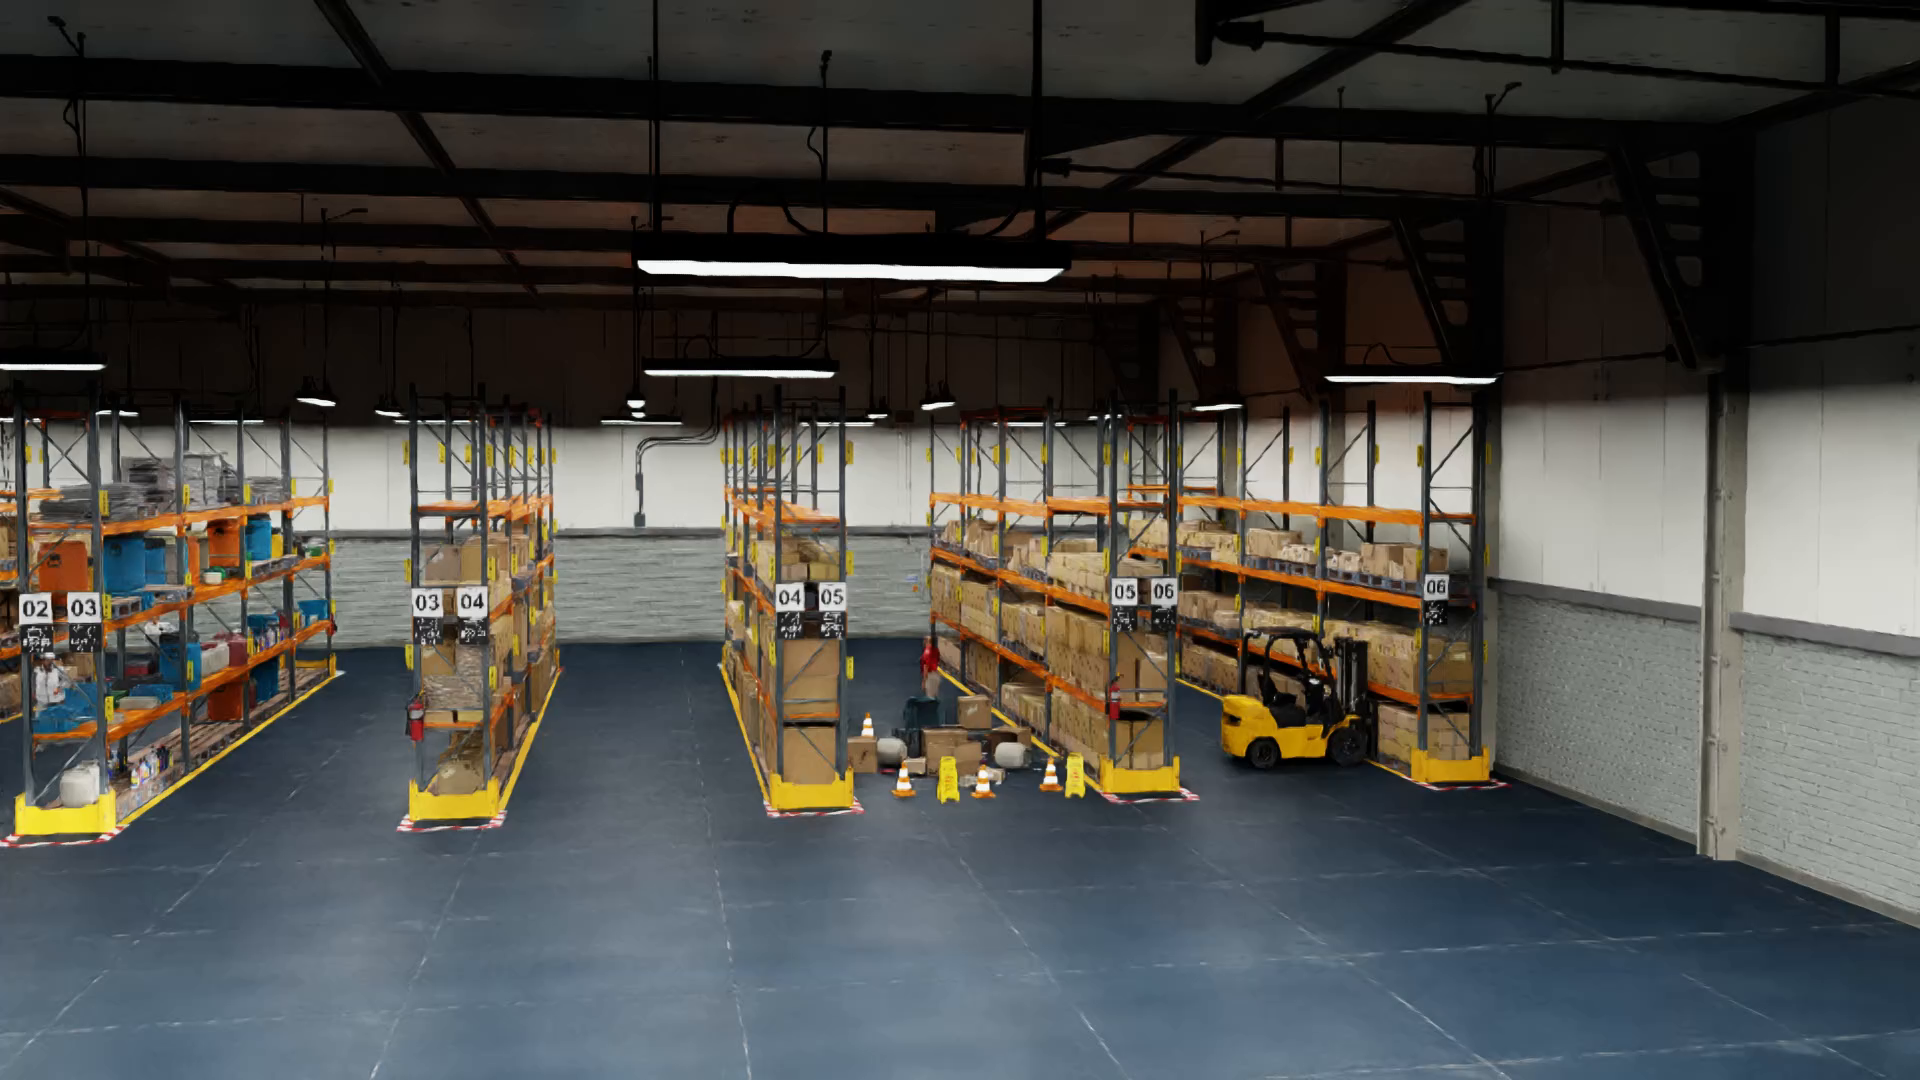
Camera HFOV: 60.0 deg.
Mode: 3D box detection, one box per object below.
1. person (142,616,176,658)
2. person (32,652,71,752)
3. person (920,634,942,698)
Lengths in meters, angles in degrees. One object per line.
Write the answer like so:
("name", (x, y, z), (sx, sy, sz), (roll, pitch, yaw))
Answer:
("person", (-17.640, 2.351, 36.605), (0.613, 1.600, 0.853), (0, 3, -5))
("person", (-15.533, 2.707, 28.395), (0.682, 1.709, 0.867), (-1, 3, -16))
("person", (-0.579, 2.579, 30.503), (0.546, 1.727, 0.632), (1, 3, 18))
